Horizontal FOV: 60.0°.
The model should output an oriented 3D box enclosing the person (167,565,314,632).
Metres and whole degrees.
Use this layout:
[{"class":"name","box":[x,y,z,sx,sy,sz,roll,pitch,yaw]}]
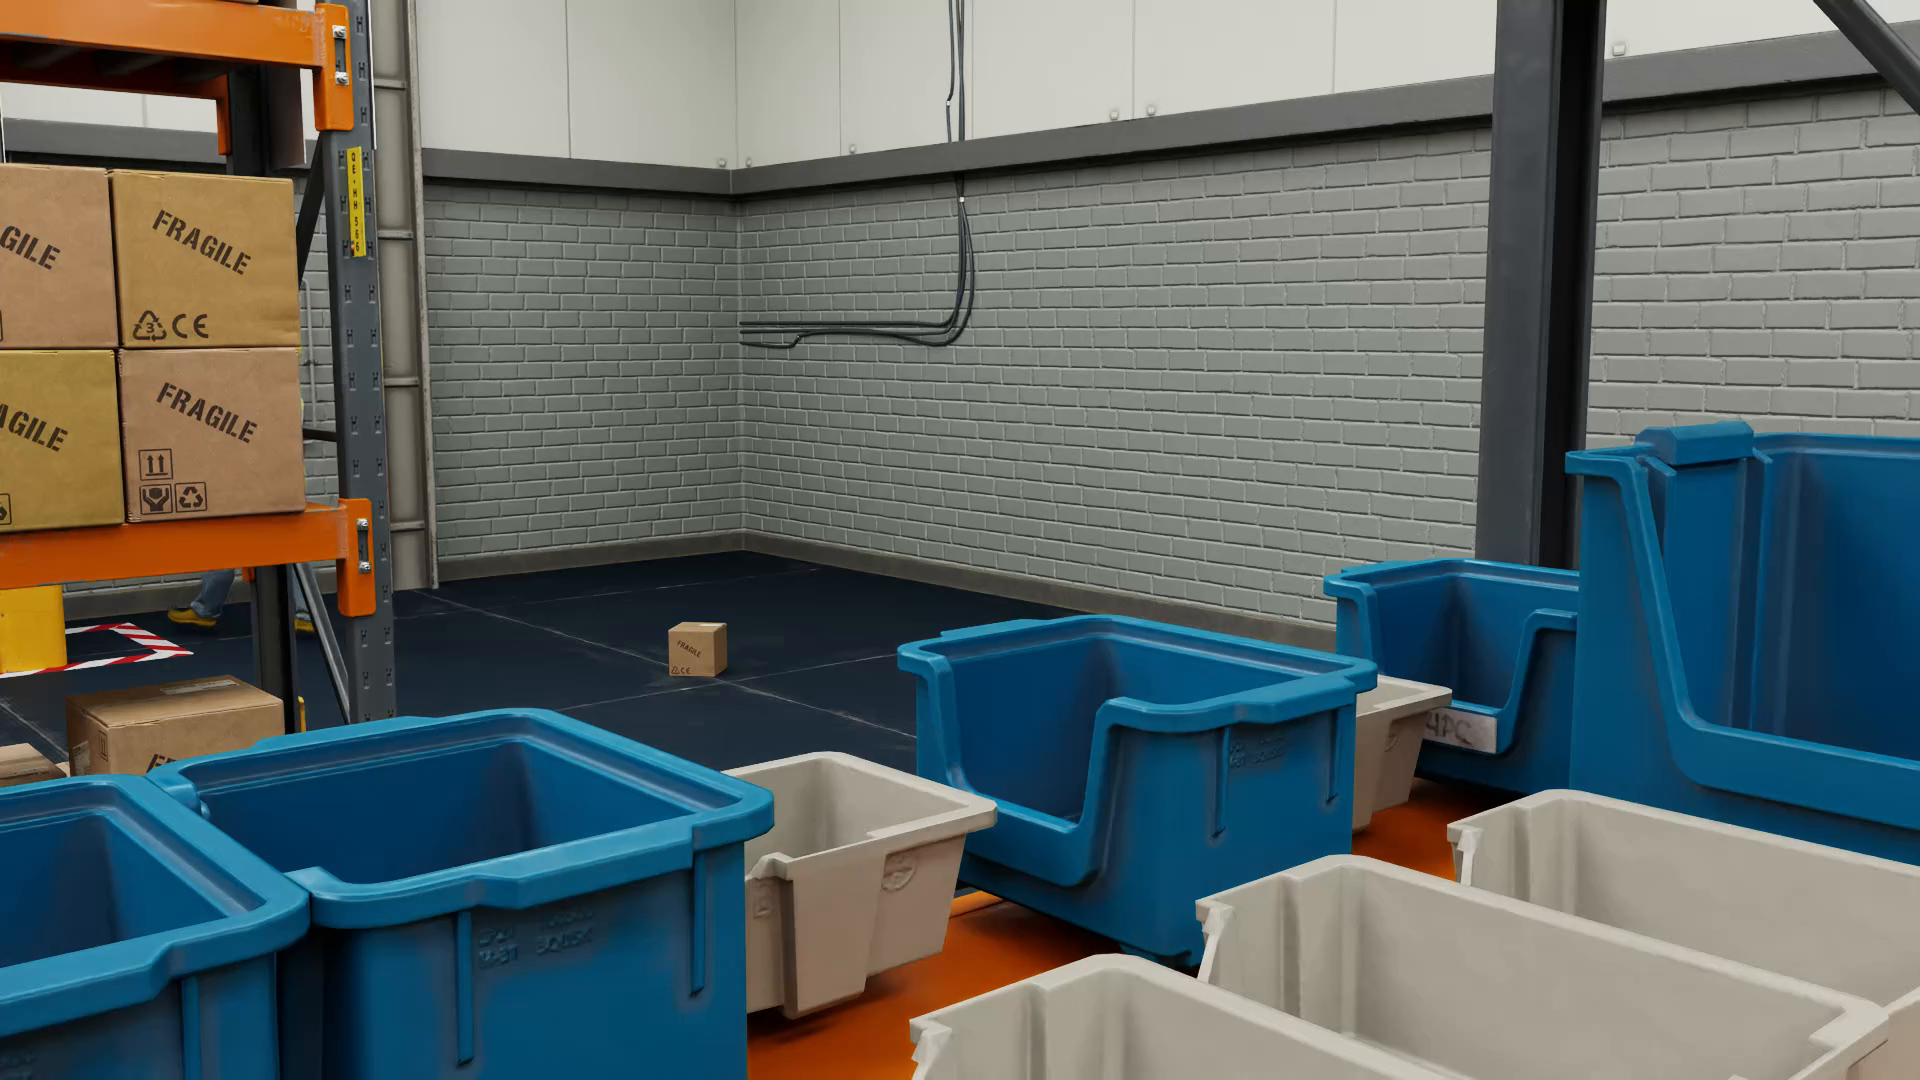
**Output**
[{"class":"person","box":[-4.302,-0.314,10.001,1.009,1.707,0.597,4,8,29]}]
